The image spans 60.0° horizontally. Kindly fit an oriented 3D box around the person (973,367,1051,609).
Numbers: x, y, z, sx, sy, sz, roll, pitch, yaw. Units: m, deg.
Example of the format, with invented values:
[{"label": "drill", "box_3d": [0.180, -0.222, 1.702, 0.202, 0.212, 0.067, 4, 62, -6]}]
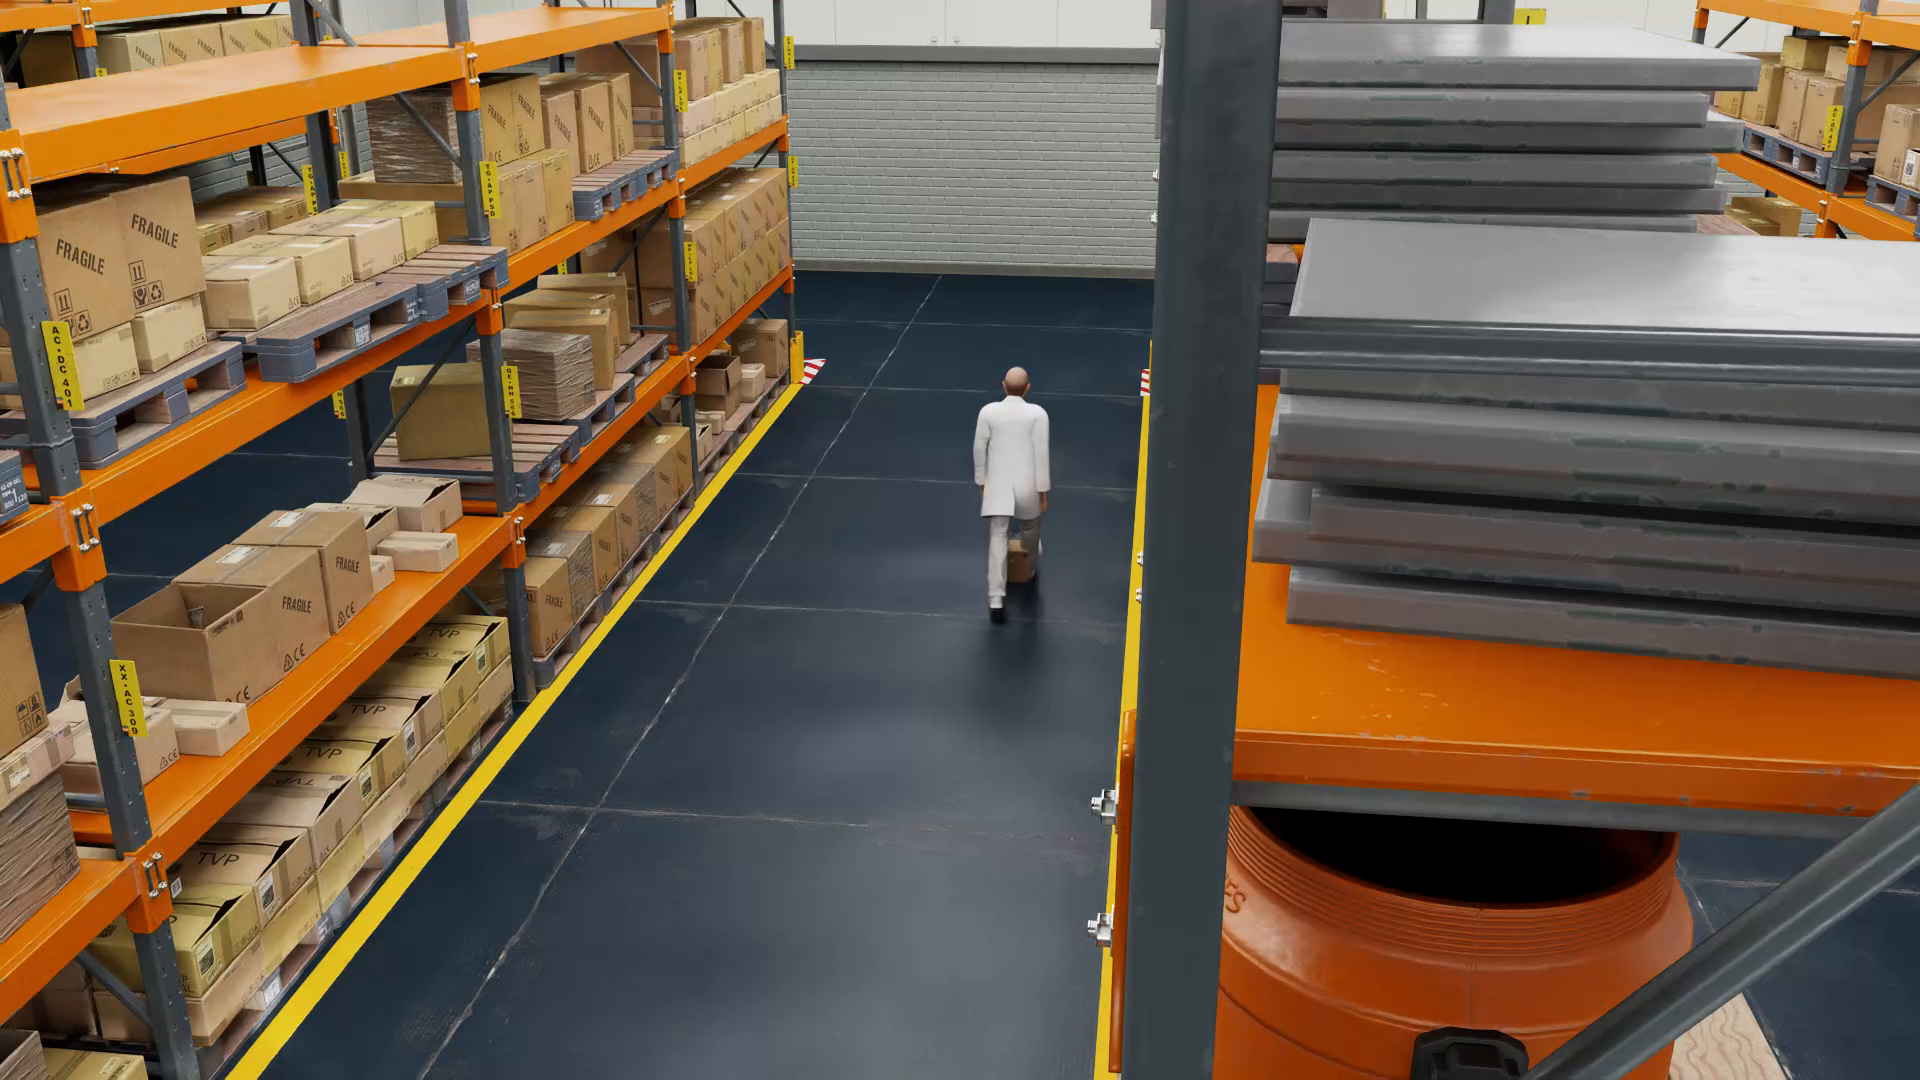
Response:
[{"label": "person", "box_3d": [0.385, -0.406, 12.266, 0.586, 1.698, 1.216, 2, 21, 5]}]
